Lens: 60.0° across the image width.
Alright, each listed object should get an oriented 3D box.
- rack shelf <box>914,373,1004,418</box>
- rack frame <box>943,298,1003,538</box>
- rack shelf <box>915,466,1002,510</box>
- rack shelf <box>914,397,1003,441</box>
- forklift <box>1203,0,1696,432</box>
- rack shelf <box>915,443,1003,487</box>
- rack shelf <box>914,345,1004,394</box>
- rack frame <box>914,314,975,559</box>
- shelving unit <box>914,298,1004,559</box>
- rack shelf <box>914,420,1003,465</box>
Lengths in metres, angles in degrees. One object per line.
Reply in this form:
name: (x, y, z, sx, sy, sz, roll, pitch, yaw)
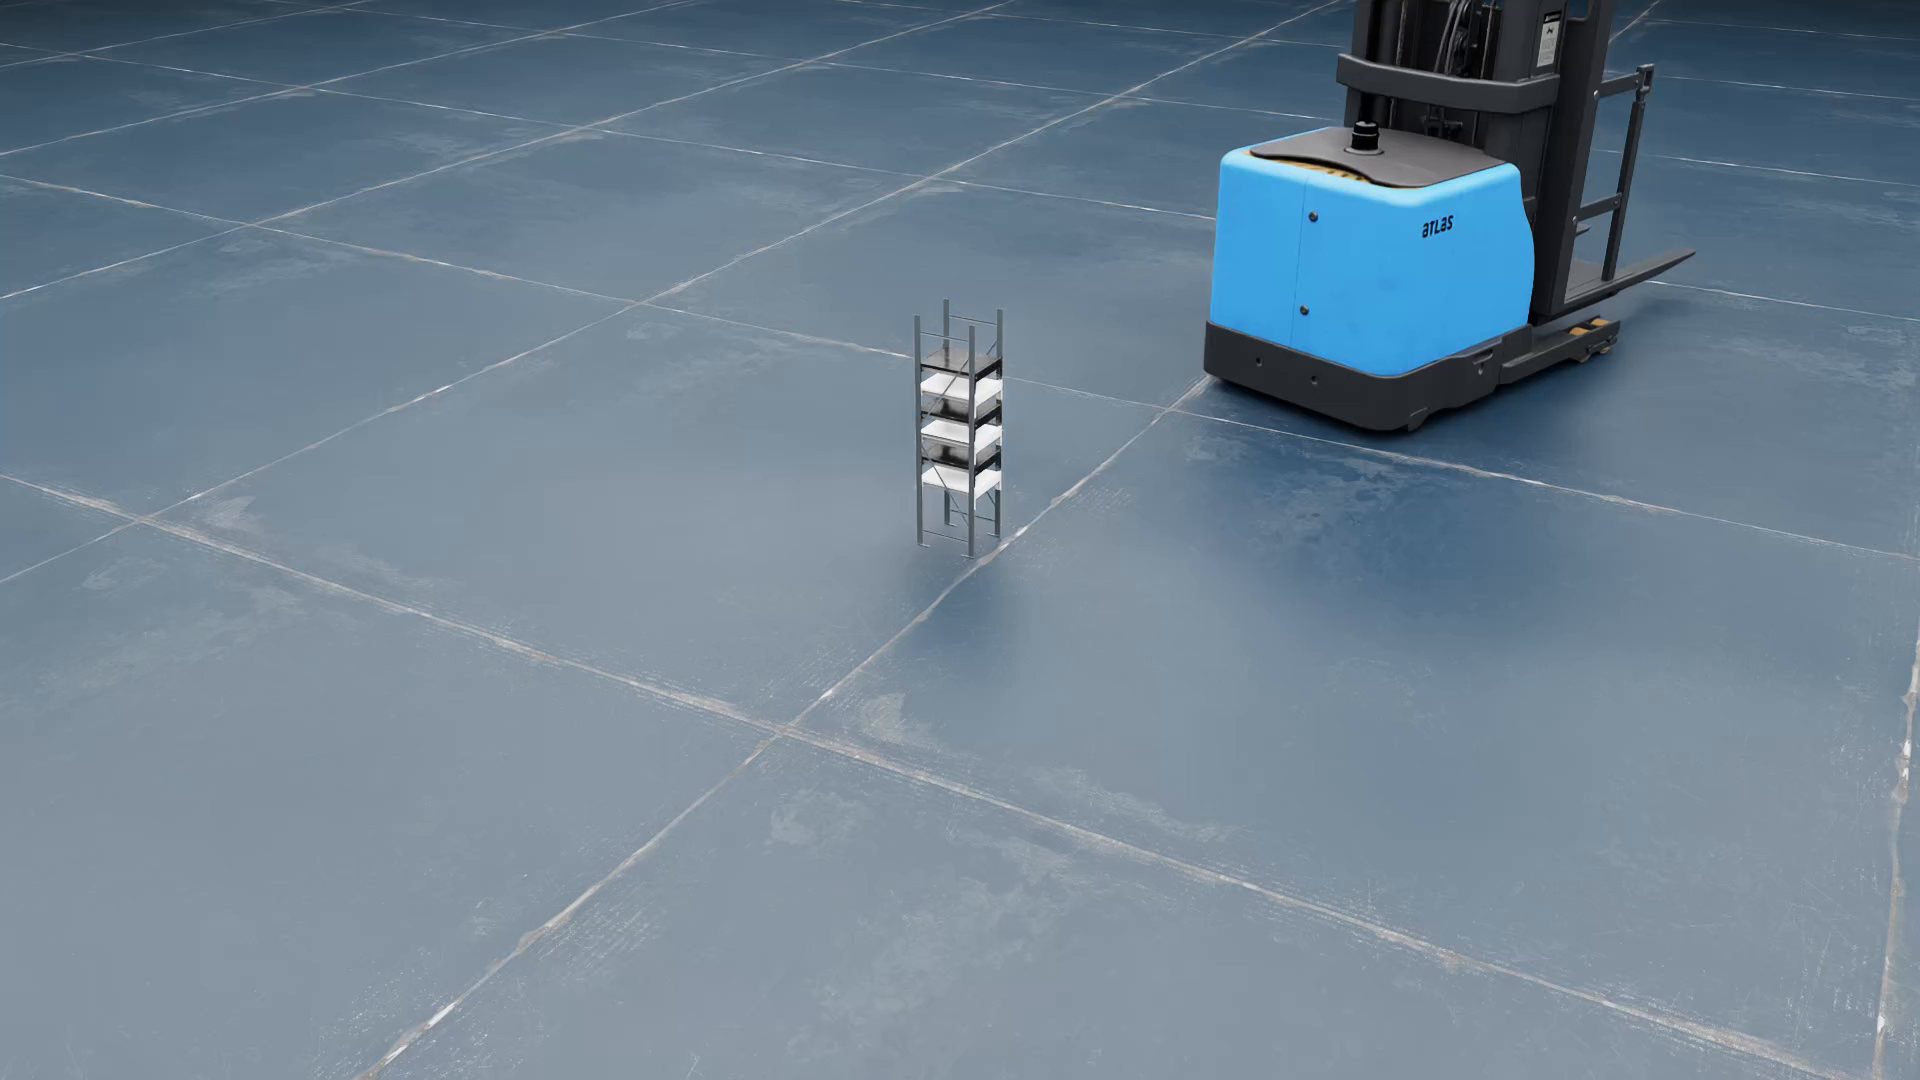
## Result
rack shelf: (-0.004, -0.530, 5.977, 0.258, 0.077, 0.200, 14, 30, 26)
rack frame: (0.046, -0.439, 6.121, 0.240, 0.900, 0.006, 14, 30, 26)
rack shelf: (-0.004, -0.208, 6.138, 0.258, 0.077, 0.200, 14, 30, 26)
rack shelf: (-0.004, -0.450, 6.017, 0.258, 0.077, 0.200, 14, 30, 26)
forklift: (2.556, -2.312, 7.594, 3.031, 2.935, 1.130, -22, 34, -36)
rack shelf: (-0.004, -0.289, 6.097, 0.258, 0.077, 0.200, 14, 30, 26)
rack shelf: (-0.004, -0.611, 5.936, 0.258, 0.077, 0.200, 14, 30, 26)
rack frame: (-0.054, -0.360, 5.963, 0.240, 0.900, 0.006, 14, 30, 26)
shelving unit: (-0.004, -0.399, 6.042, 0.258, 0.900, 0.210, 14, 30, 26)
rack shelf: (-0.004, -0.369, 6.057, 0.258, 0.077, 0.200, 14, 30, 26)
